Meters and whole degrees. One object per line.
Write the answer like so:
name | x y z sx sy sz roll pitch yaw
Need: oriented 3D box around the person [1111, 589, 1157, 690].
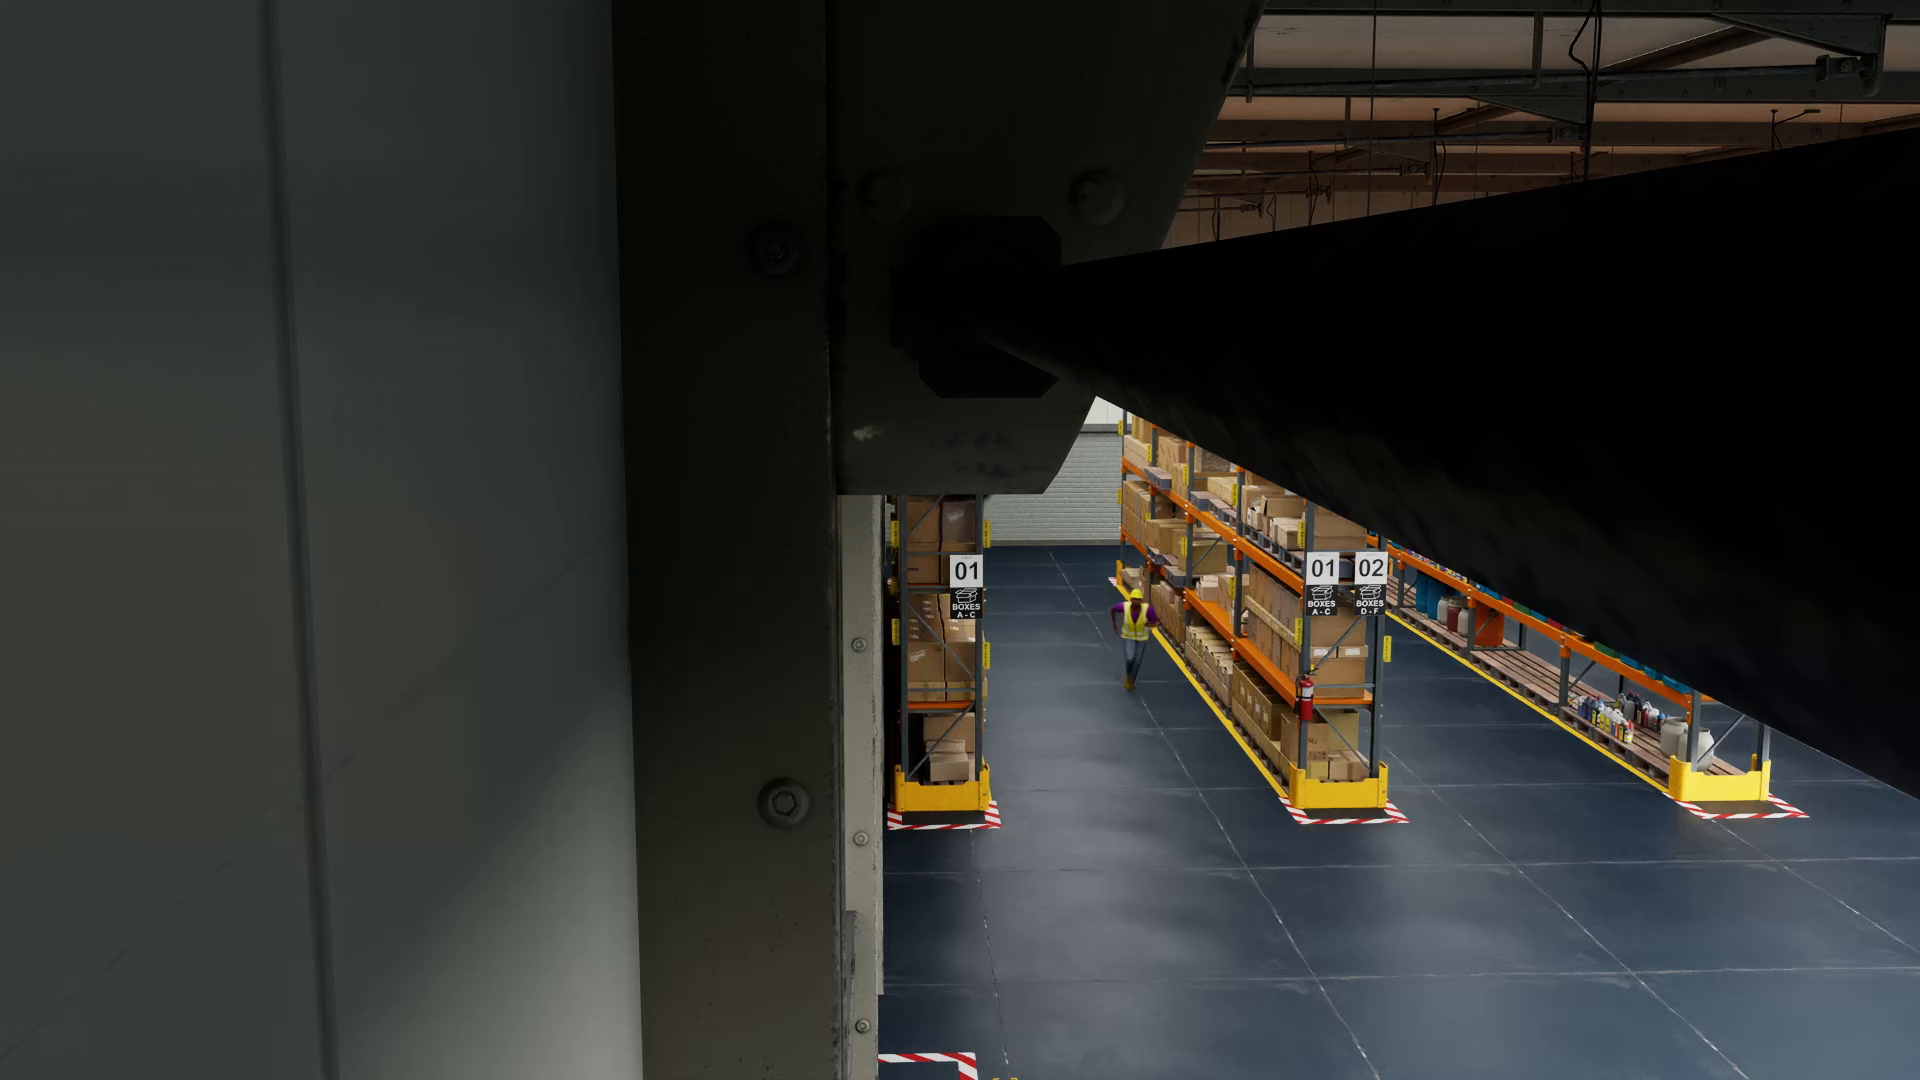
person | 2.764 1.586 26.437 0.682 1.679 0.878 0 8 -3
